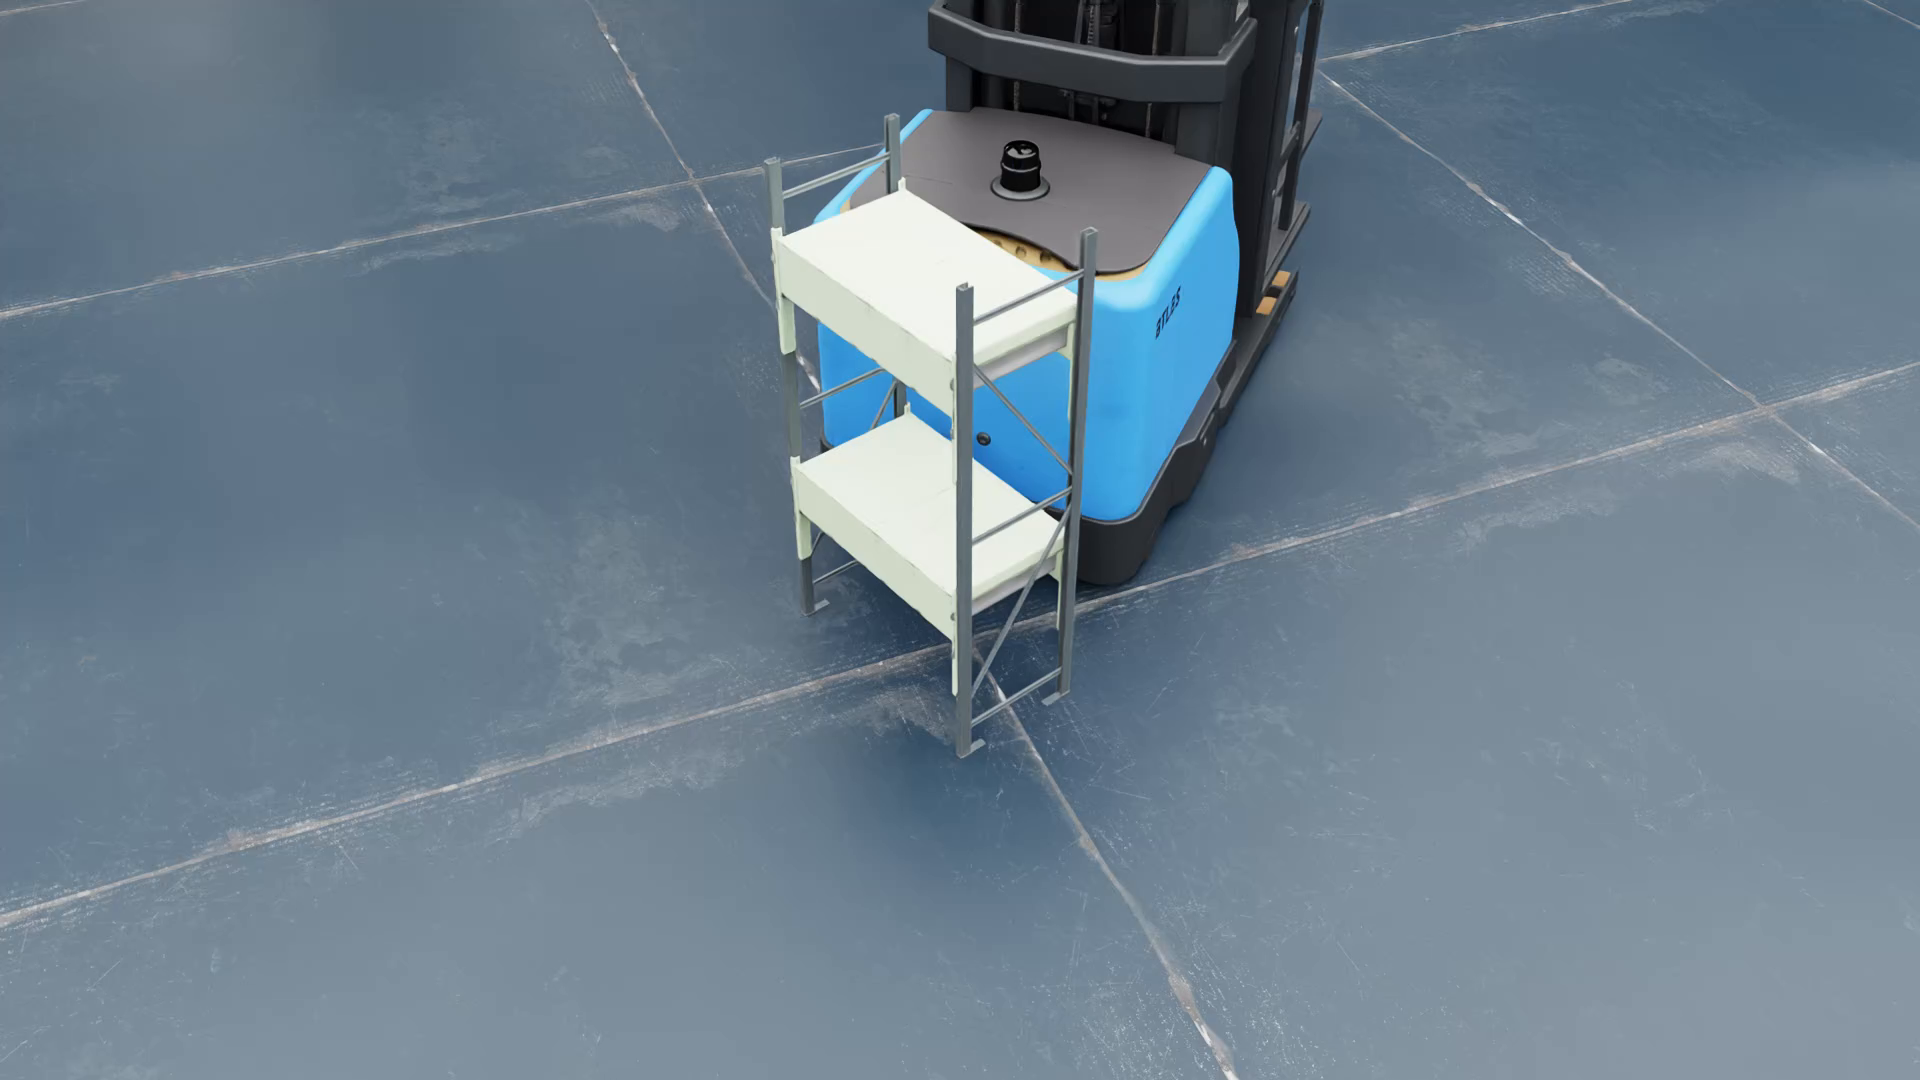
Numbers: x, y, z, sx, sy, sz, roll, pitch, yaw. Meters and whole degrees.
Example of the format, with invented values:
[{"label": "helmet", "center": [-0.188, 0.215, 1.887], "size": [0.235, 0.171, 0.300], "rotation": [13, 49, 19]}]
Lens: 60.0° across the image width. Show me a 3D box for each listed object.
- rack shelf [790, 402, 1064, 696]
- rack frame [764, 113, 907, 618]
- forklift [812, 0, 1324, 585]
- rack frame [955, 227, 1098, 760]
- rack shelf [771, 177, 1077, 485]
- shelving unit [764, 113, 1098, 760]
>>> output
[{"label": "rack shelf", "center": [-0.081, 0.008, 4.591], "size": [0.431, 0.370, 0.720], "rotation": [-28, 48, -29]}, {"label": "rack frame", "center": [-0.313, -0.424, 4.593], "size": [0.400, 1.500, 0.023], "rotation": [-28, 48, -29]}, {"label": "forklift", "center": [0.616, -1.941, 5.260], "size": [1.130, 2.935, 3.031], "rotation": [16, 43, 18]}, {"label": "rack frame", "center": [0.151, -0.055, 4.163], "size": [0.400, 1.500, 0.023], "rotation": [-28, 48, -29]}, {"label": "rack shelf", "center": [-0.081, -0.535, 4.124], "size": [0.431, 0.370, 0.720], "rotation": [-28, 48, -29]}, {"label": "shelving unit", "center": [-0.081, -0.239, 4.378], "size": [0.431, 1.500, 0.755], "rotation": [-28, 48, -29]}]
